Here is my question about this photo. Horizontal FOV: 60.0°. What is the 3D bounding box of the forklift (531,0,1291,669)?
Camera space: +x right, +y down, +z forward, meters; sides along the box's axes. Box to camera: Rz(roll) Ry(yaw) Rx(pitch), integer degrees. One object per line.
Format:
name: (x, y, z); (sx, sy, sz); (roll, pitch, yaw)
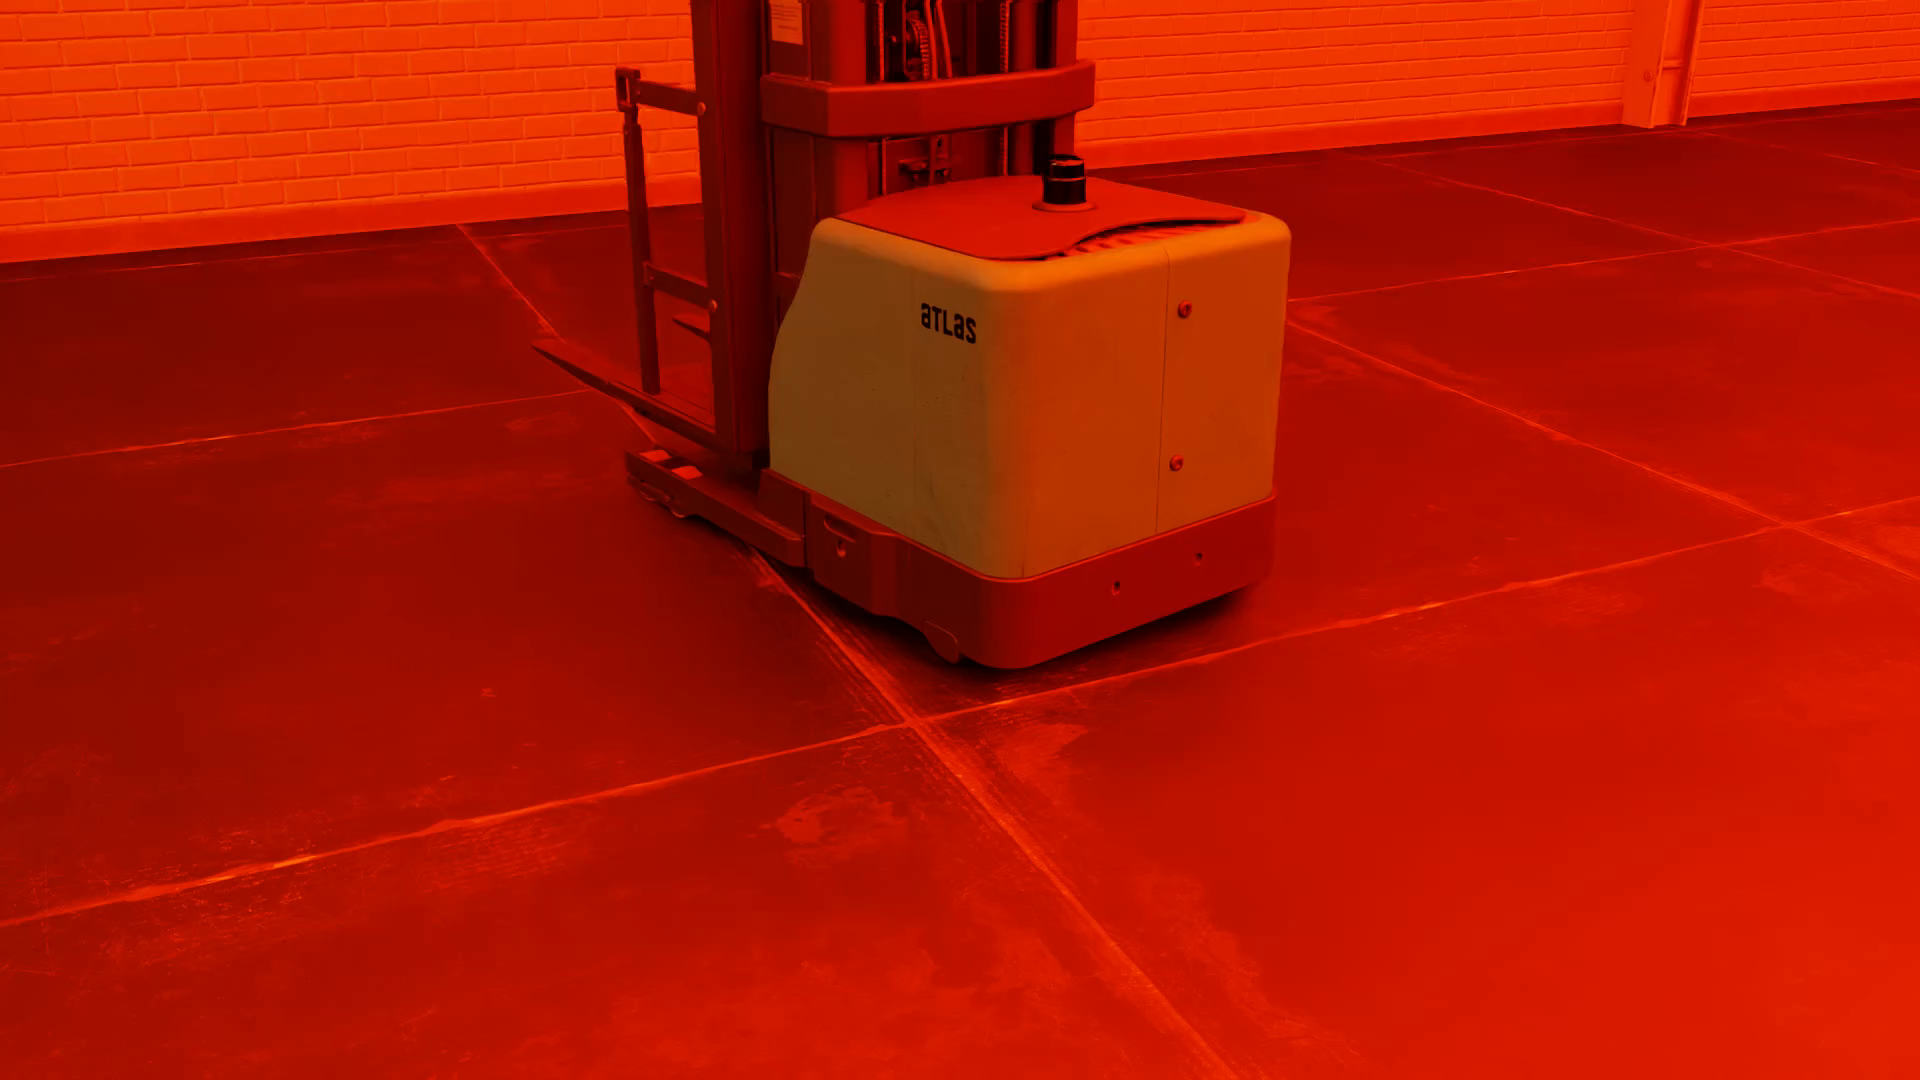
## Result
forklift: (-0.430, -1.528, 4.963); (1.130, 2.935, 3.031); (-17, 28, -35)
